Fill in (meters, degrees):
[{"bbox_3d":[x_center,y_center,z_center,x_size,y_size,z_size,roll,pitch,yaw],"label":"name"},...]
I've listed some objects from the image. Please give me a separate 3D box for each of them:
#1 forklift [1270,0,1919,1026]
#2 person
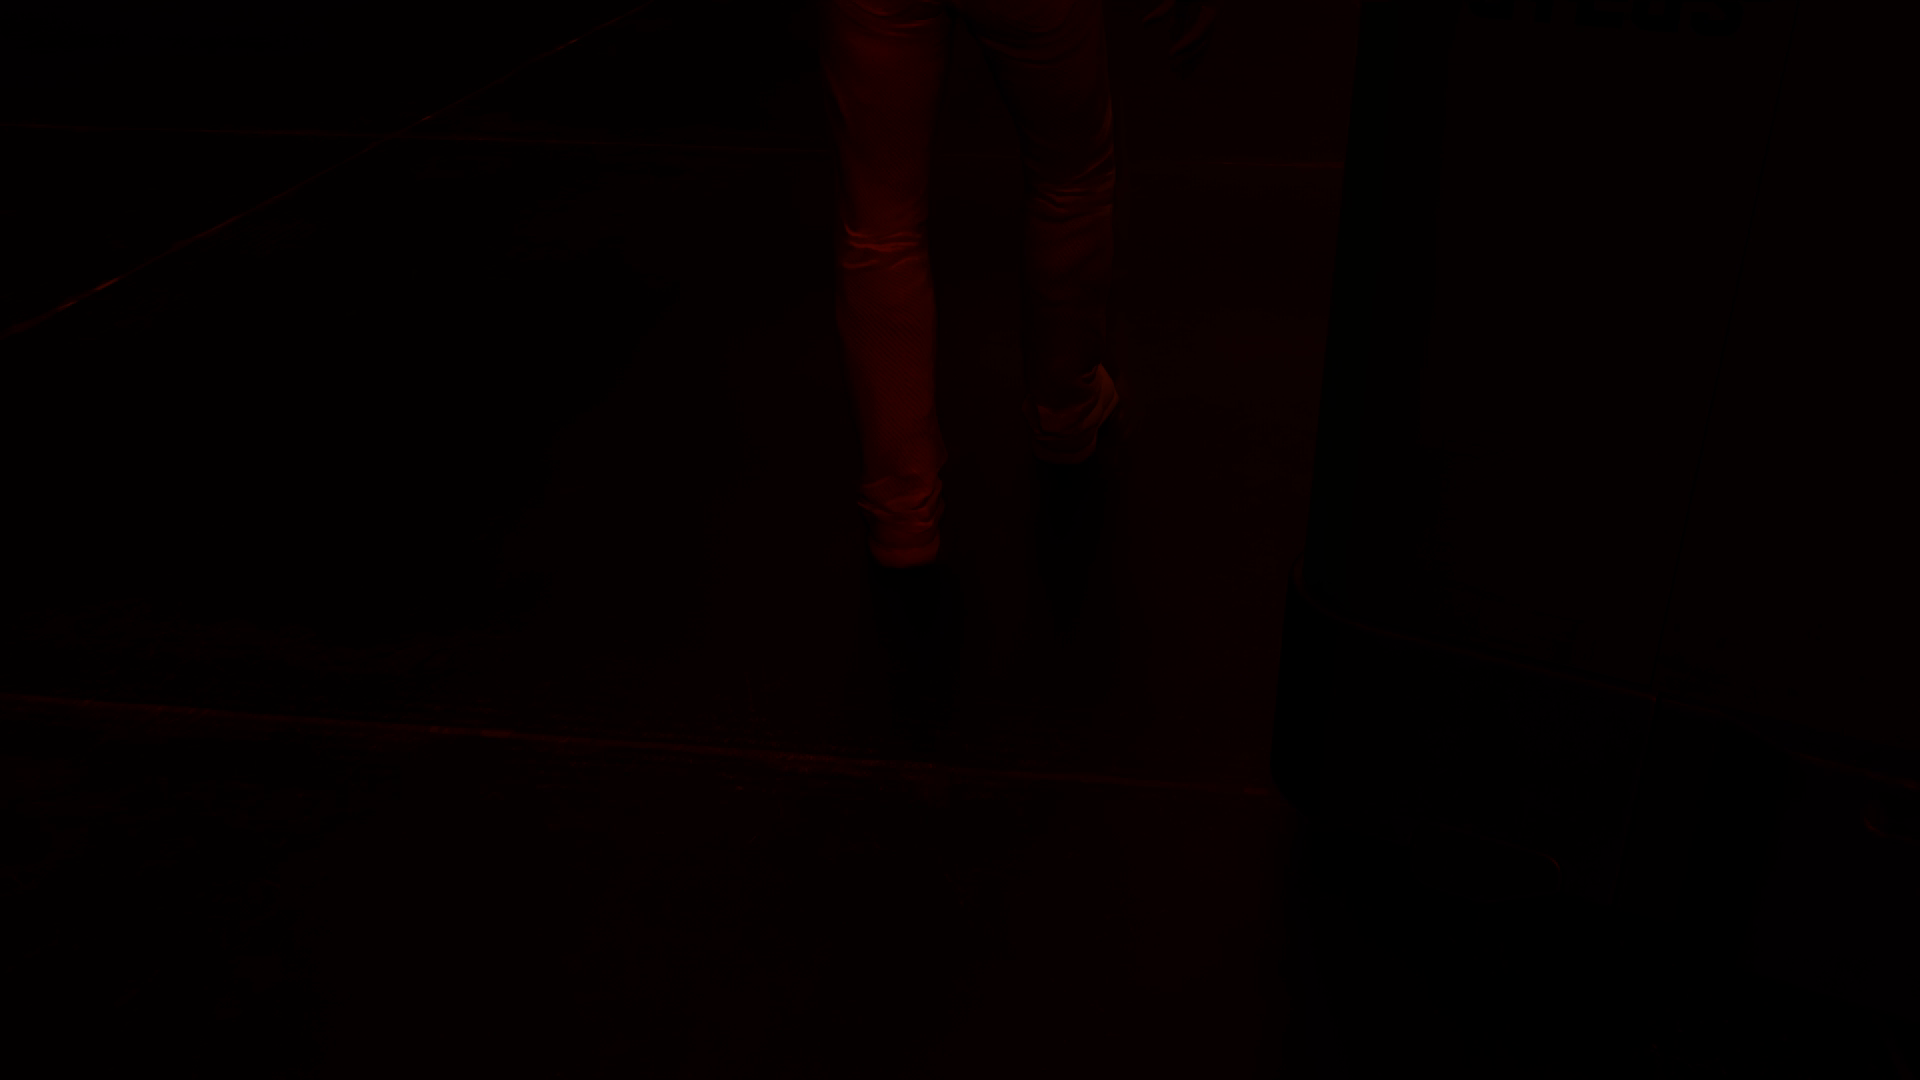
[{"bbox_3d":[1.882,-0.849,0.918,3.031,2.935,1.130,14,30,26],"label":"forklift"},{"bbox_3d":[0.014,-0.874,2.328,0.708,1.739,0.686,1,27,3],"label":"person"}]
